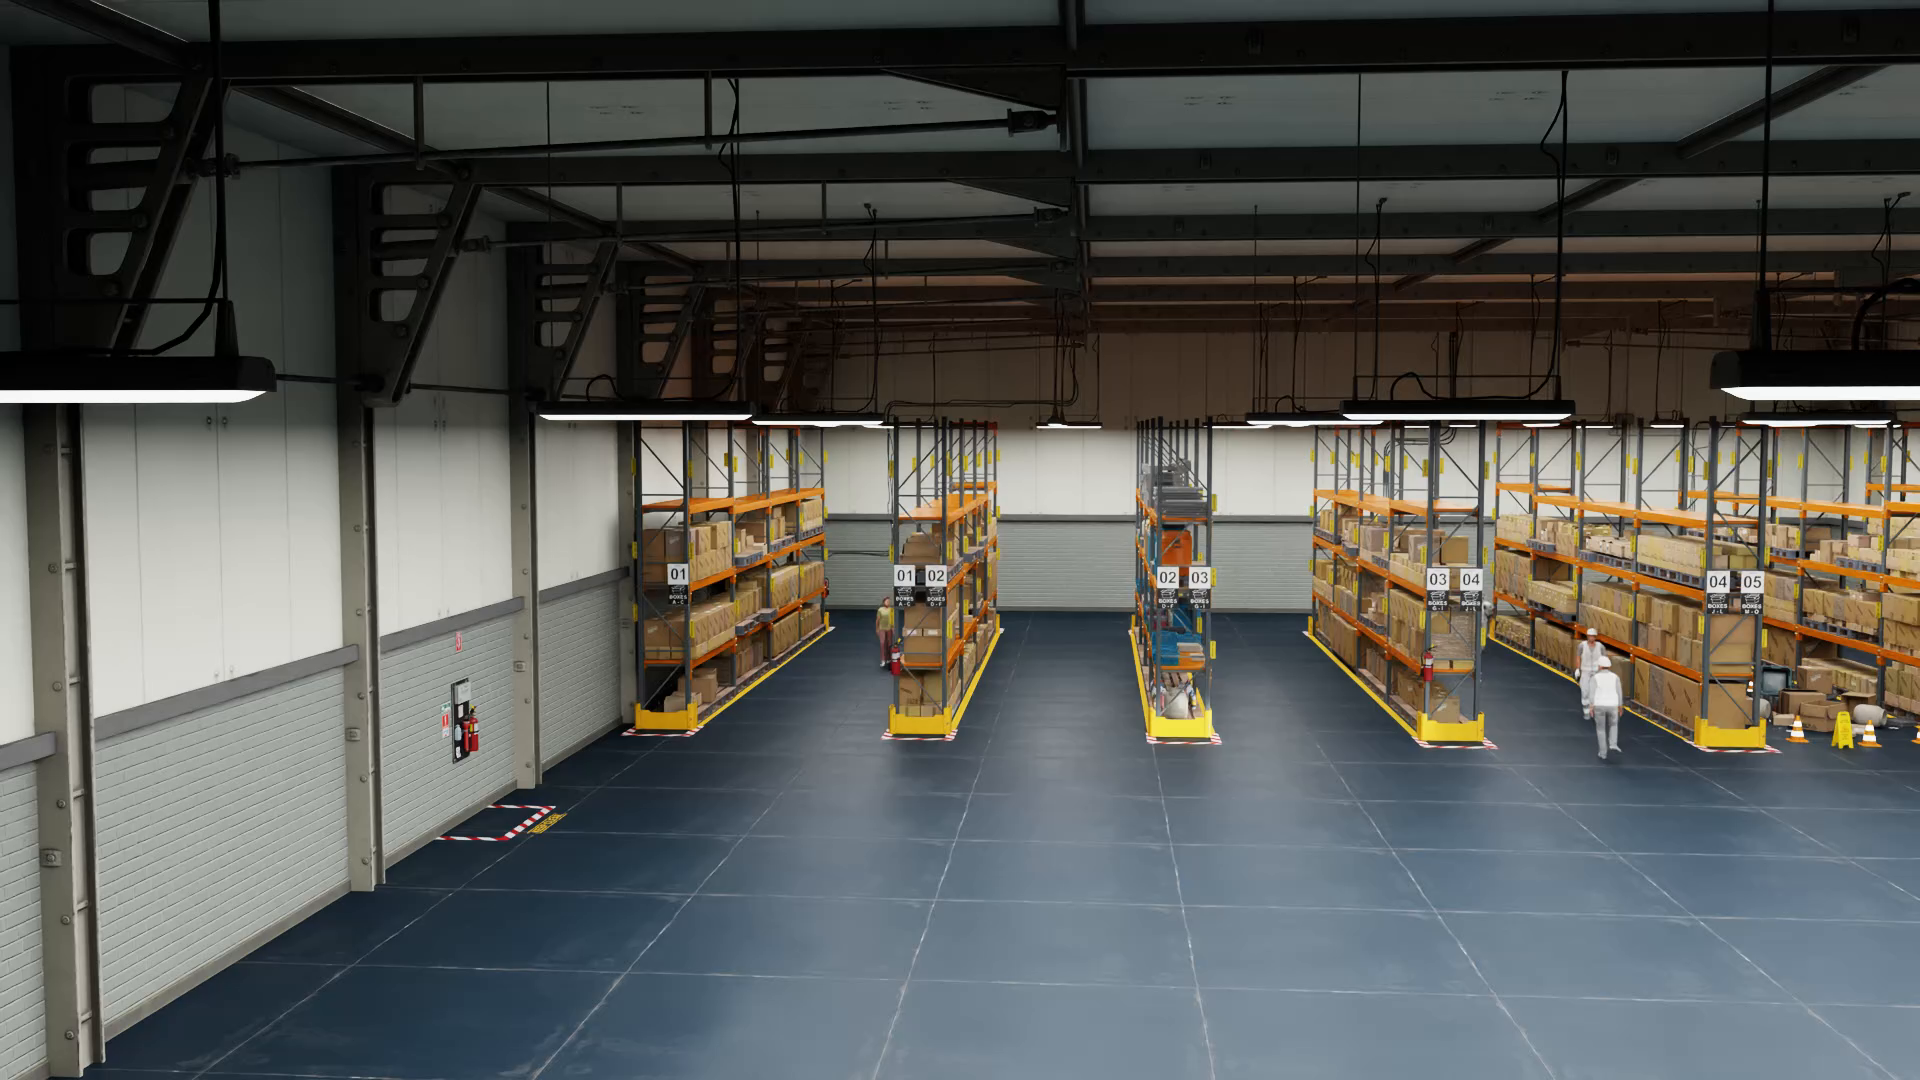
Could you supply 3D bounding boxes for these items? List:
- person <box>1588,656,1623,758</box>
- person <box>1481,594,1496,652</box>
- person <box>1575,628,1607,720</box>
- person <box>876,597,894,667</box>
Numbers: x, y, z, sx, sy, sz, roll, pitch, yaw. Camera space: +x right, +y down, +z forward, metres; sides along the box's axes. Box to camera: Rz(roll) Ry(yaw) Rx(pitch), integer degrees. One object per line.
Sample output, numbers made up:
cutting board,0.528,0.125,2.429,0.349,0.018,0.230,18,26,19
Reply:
person,11.329,2.926,29.189,0.573,1.763,0.478,1,4,15
person,13.497,2.124,42.940,0.632,1.601,0.719,1,4,16
person,12.625,2.679,33.249,0.597,1.840,0.530,1,4,16
person,-1.799,2.242,40.815,0.472,1.669,0.745,-1,4,-9
